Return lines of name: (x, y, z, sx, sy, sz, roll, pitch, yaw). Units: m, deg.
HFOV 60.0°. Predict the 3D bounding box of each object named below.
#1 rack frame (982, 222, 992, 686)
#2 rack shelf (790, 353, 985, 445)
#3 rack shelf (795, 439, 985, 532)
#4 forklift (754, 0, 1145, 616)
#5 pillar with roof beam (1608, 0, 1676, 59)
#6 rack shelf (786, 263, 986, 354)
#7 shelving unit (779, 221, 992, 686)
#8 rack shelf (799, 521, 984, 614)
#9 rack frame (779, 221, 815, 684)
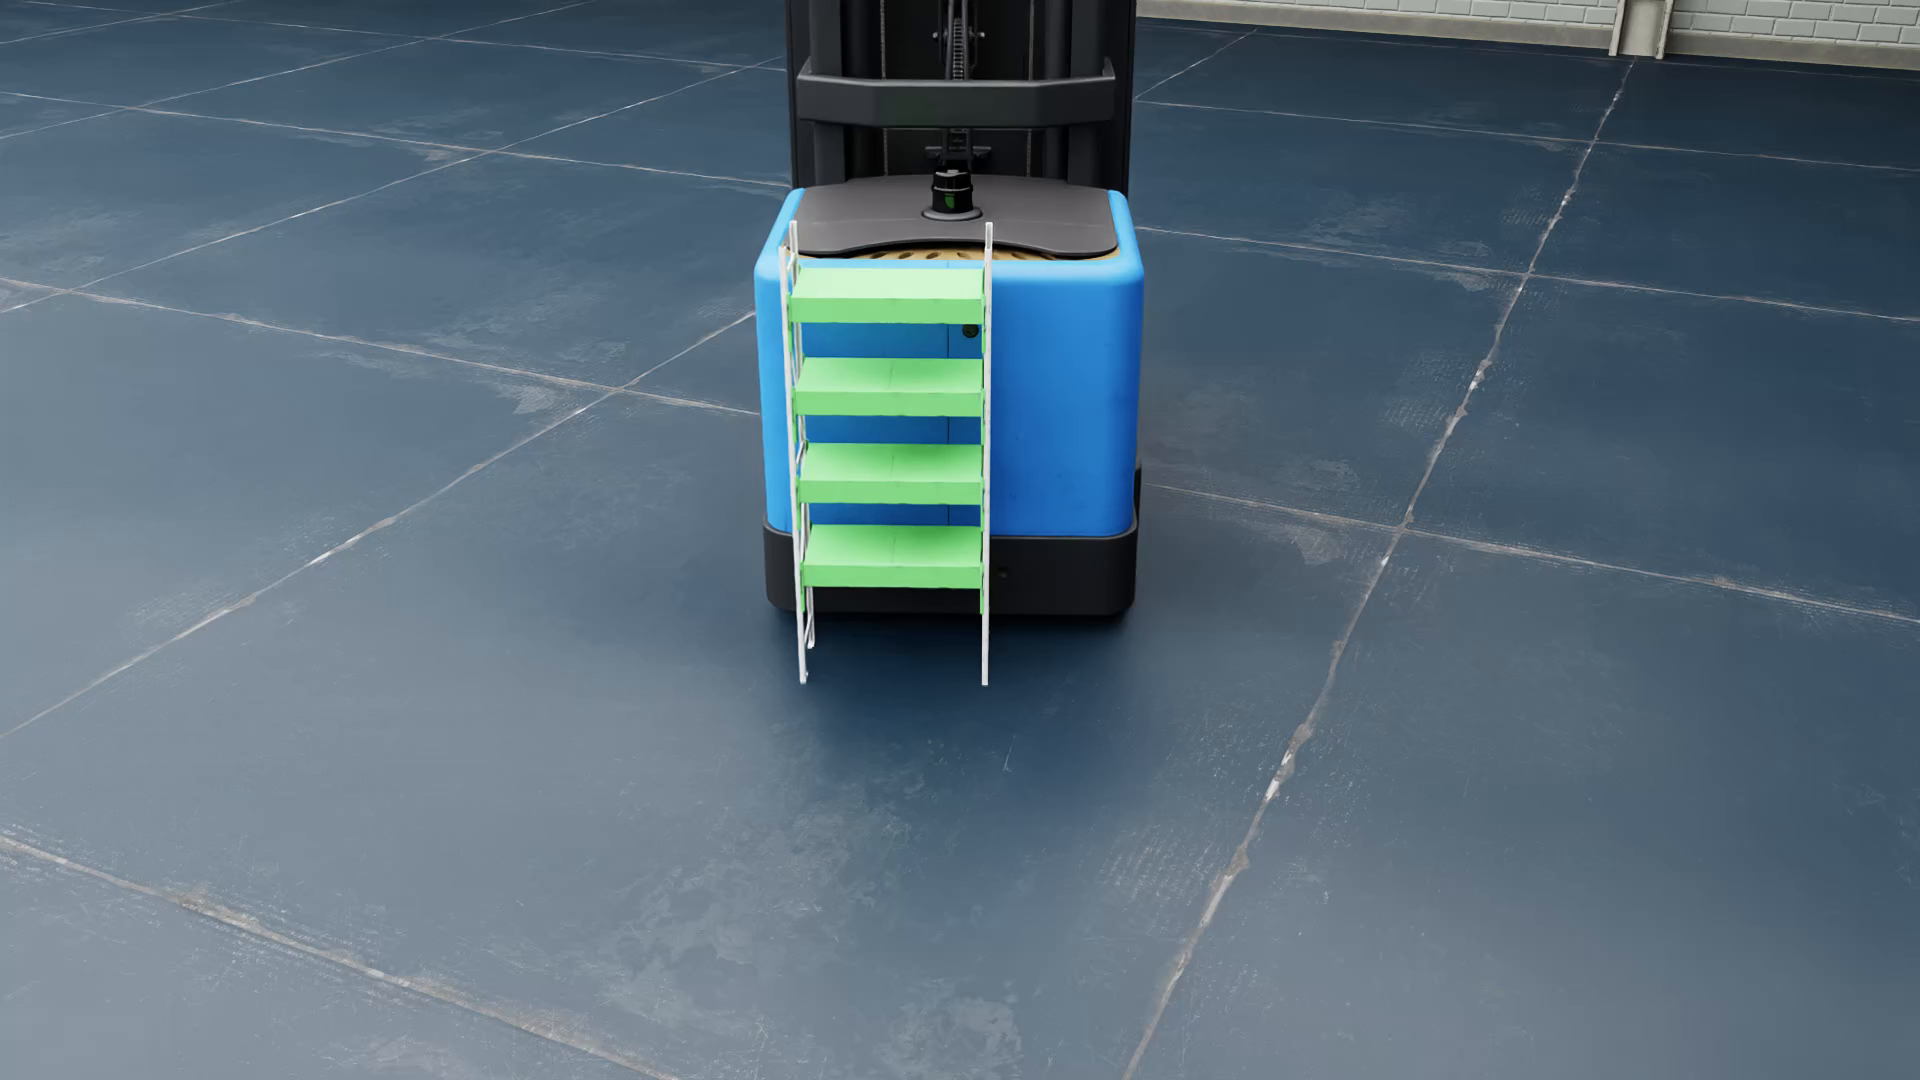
rack frame: (0.069, -0.199, 4.296, 0.015, 1.200, 0.240, 1, 26, 1)
rack shelf: (-0.174, -0.360, 4.224, 0.480, 0.148, 0.258, 1, 26, 1)
rack shelf: (-0.174, -0.145, 4.330, 0.480, 0.148, 0.258, 1, 26, 1)
forklift: (0.007, -1.711, 5.408, 1.130, 2.935, 3.031, 1, 26, 1)
pillar with roof beam: (3.485, -6.087, 7.426, 0.400, 9.000, 9.100, 11, 28, 22)
rack shelf: (-0.174, -0.575, 4.118, 0.480, 0.148, 0.258, 1, 26, 1)
shelving unit: (-0.174, -0.202, 4.302, 0.503, 1.200, 0.258, 1, 26, 1)
rack shelf: (-0.174, 0.071, 4.436, 0.480, 0.148, 0.258, 1, 26, 1)
rack frame: (-0.418, -0.205, 4.307, 0.015, 1.200, 0.240, 1, 26, 1)
